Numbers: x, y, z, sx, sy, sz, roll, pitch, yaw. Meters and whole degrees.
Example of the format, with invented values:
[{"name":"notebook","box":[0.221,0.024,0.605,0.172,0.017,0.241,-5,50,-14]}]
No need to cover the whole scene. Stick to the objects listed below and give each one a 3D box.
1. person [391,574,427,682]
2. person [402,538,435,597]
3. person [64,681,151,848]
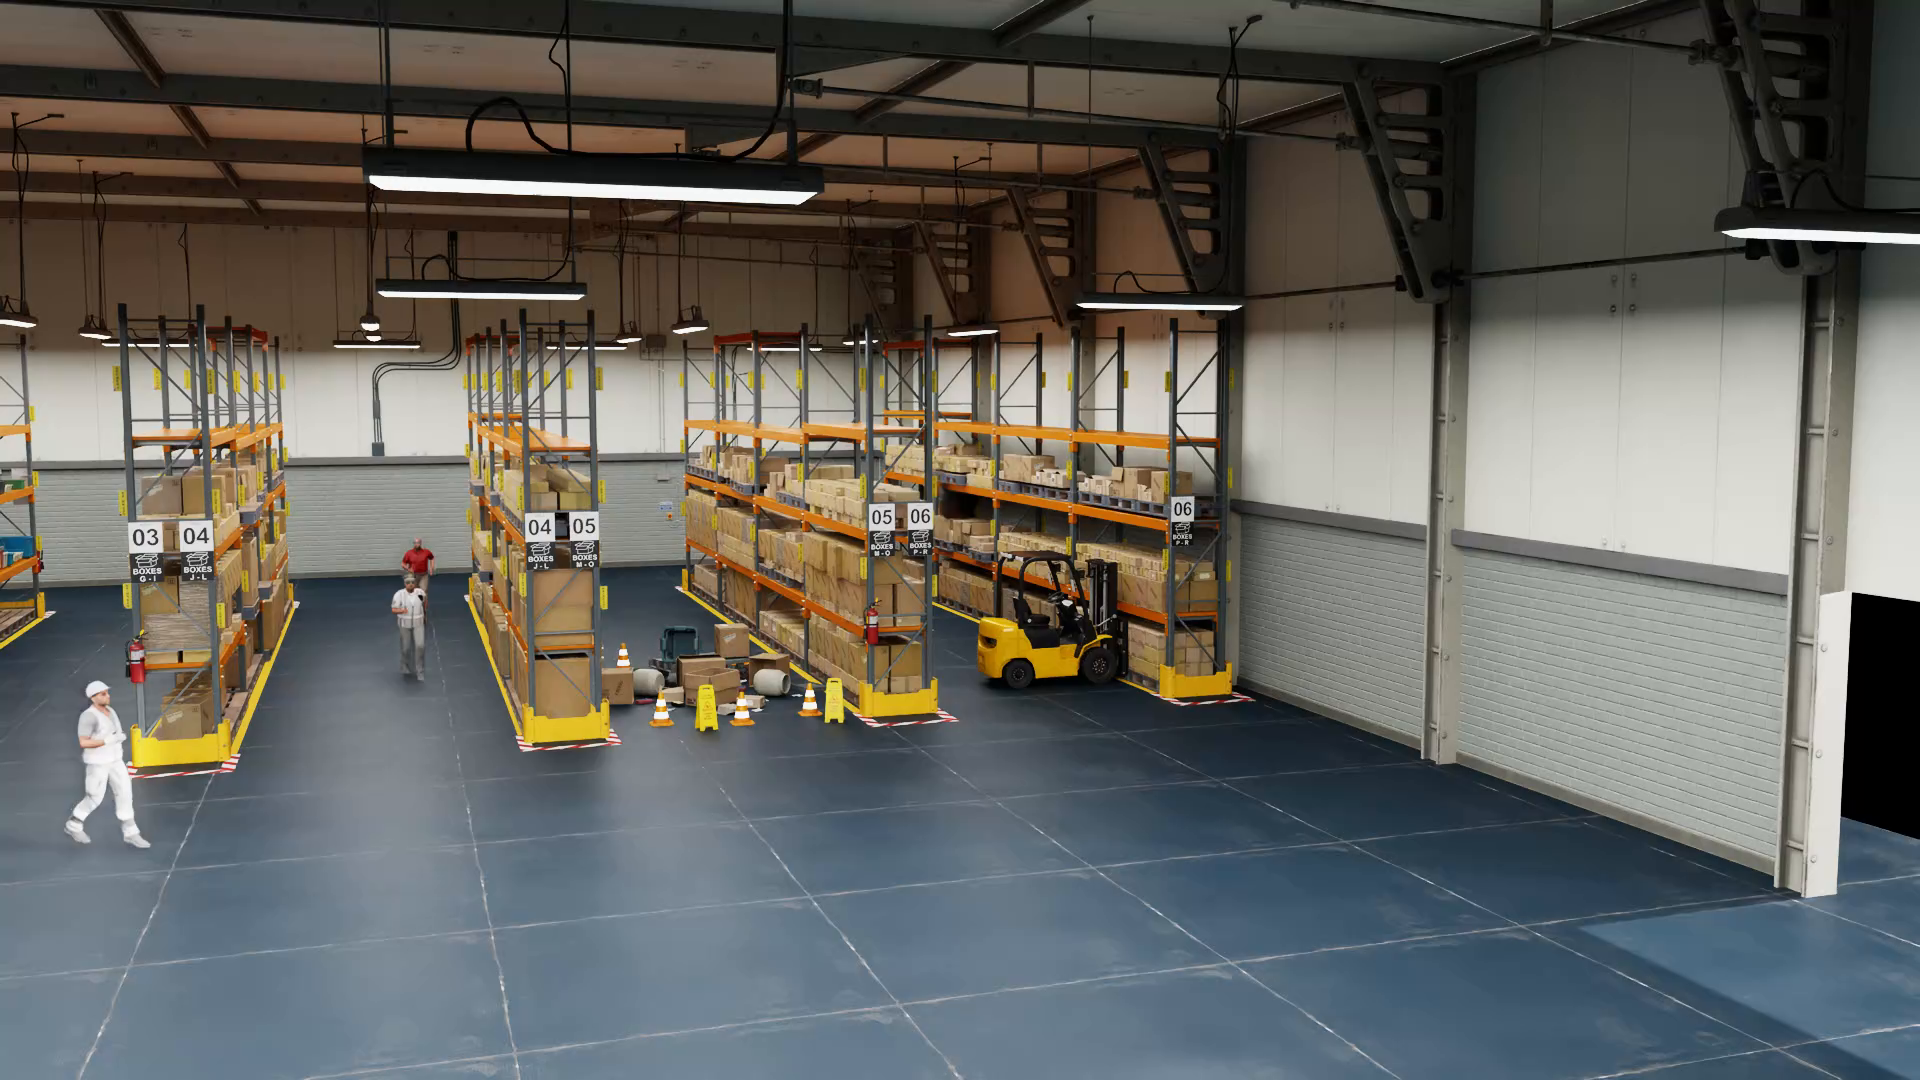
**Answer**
[{"name":"person","box":[-9.272,1.466,28.067,0.603,1.833,0.866,-2,6,-23]},{"name":"person","box":[-11.468,0.817,35.255,0.672,1.735,0.925,-2,6,-18]},{"name":"person","box":[-9.163,2.402,17.771,0.920,1.809,0.648,1,6,10]}]
